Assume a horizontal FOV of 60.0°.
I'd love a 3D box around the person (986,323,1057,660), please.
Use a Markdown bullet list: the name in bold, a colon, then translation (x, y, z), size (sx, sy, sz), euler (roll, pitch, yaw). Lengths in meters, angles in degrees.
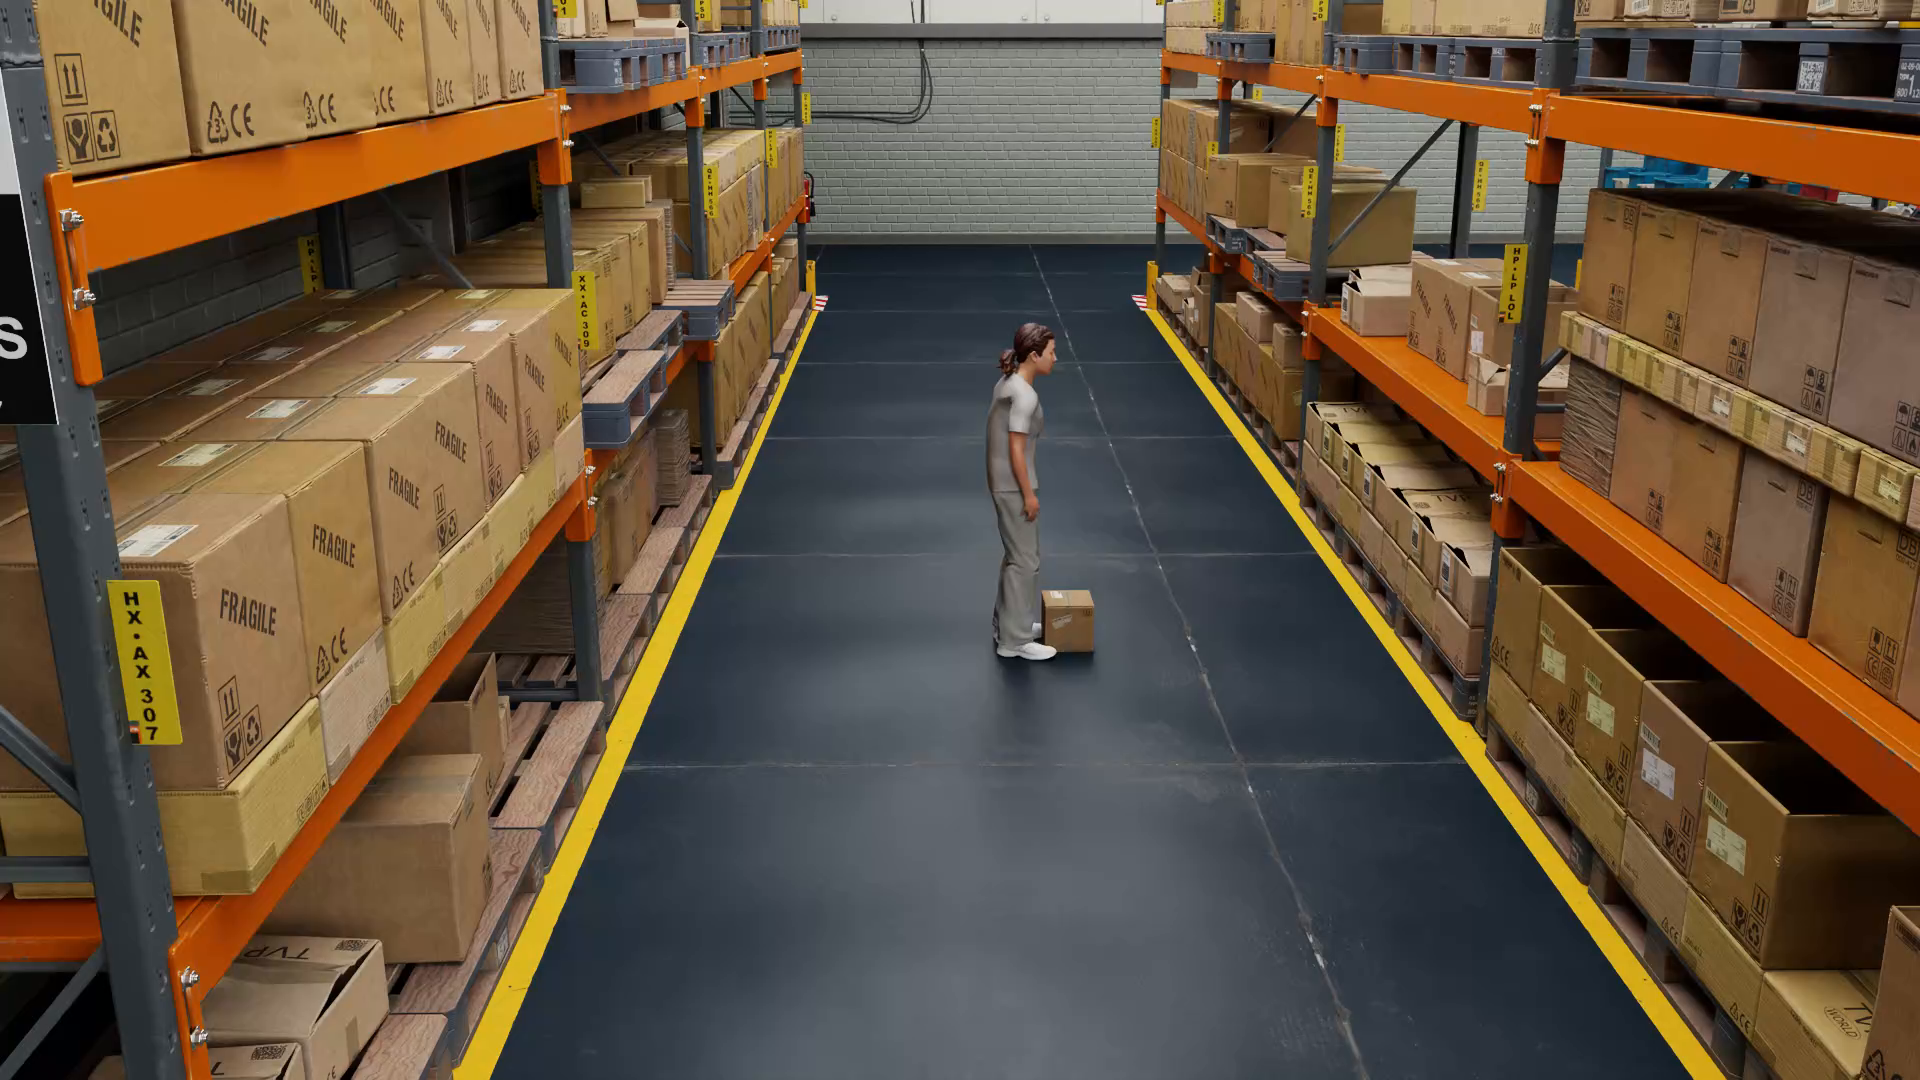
- **person**: translation (0.308, -0.258, 8.381), size (0.351, 1.672, 0.497), euler (0, 17, -2)
